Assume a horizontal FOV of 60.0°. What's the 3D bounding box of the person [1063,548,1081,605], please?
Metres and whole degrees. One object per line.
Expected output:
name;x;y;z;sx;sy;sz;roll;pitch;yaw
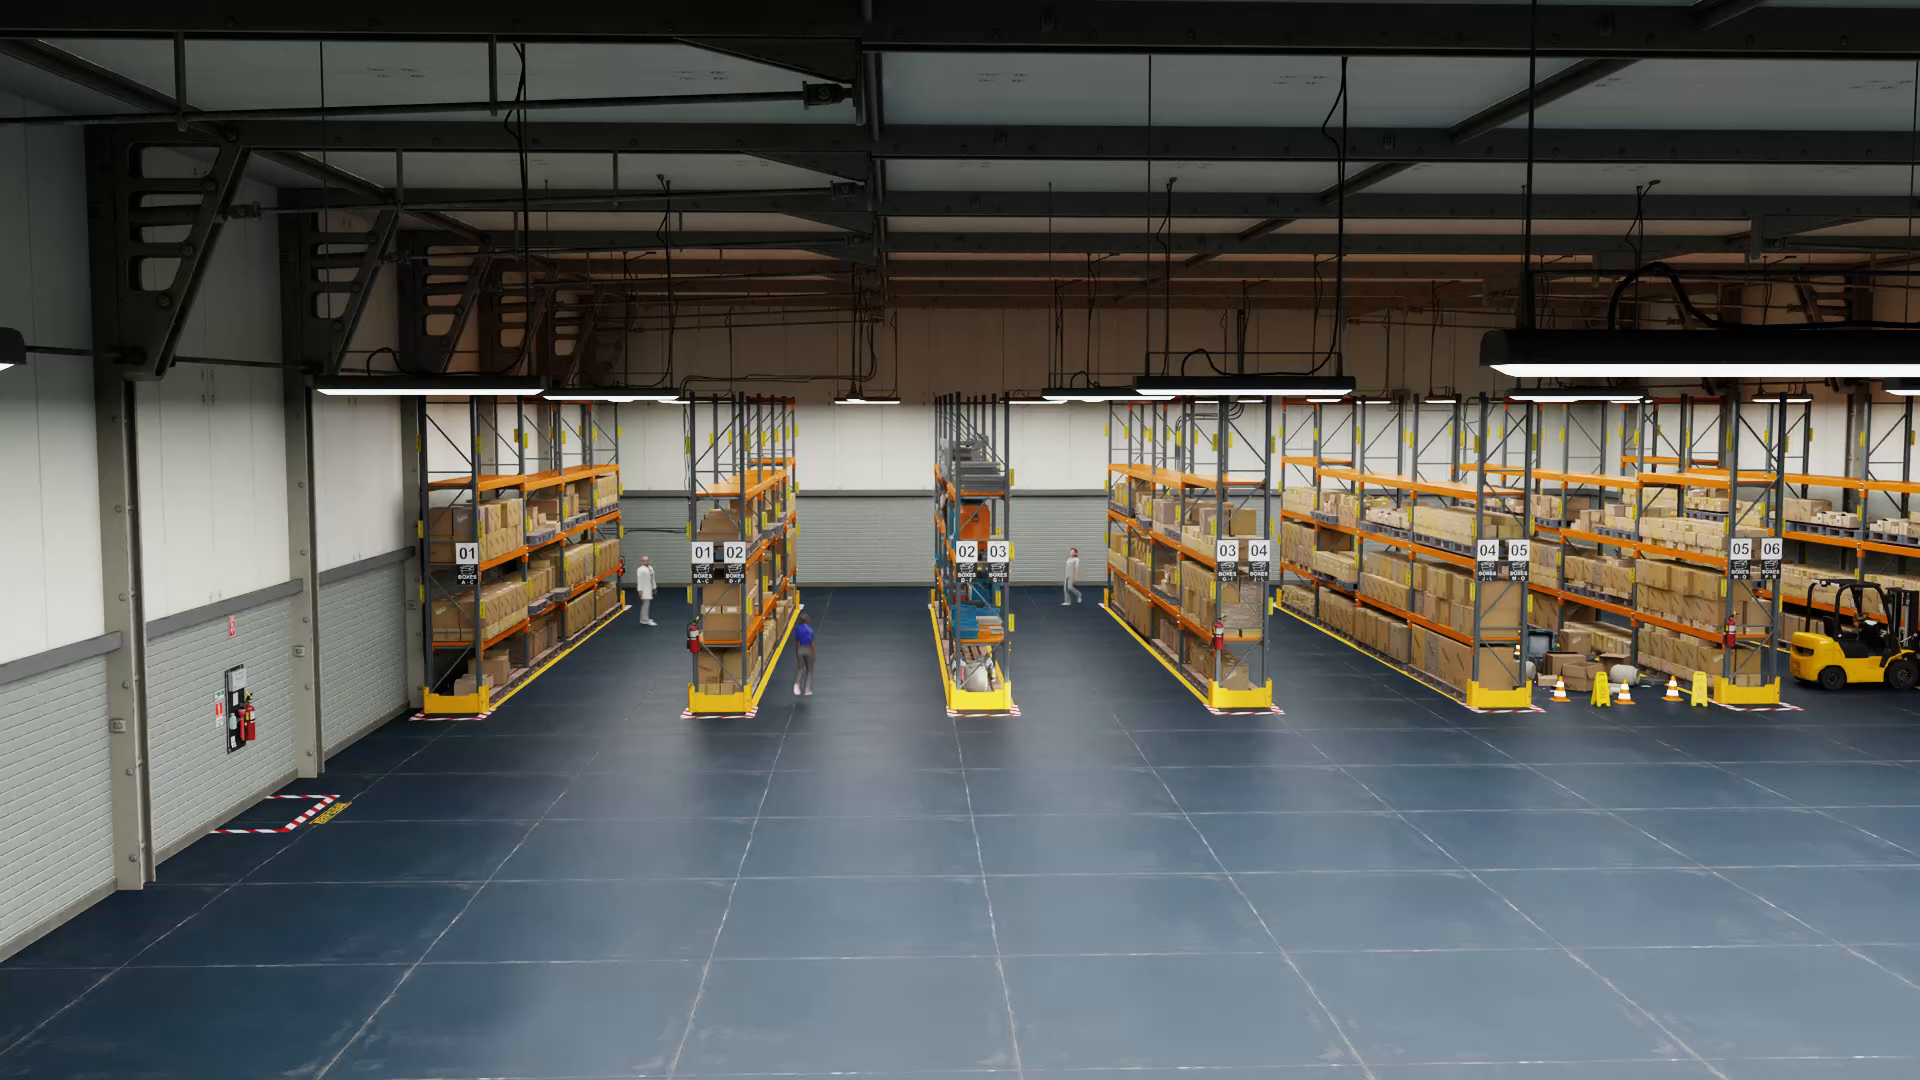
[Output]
person;3.245;1.053;47.861;0.570;1.654;0.482;-3;6;-34

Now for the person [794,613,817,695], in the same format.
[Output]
person;-3.071;2.257;32.840;0.456;1.646;0.502;2;5;24

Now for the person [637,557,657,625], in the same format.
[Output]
person;-8.230;1.326;43.853;0.484;1.792;0.598;1;5;10
